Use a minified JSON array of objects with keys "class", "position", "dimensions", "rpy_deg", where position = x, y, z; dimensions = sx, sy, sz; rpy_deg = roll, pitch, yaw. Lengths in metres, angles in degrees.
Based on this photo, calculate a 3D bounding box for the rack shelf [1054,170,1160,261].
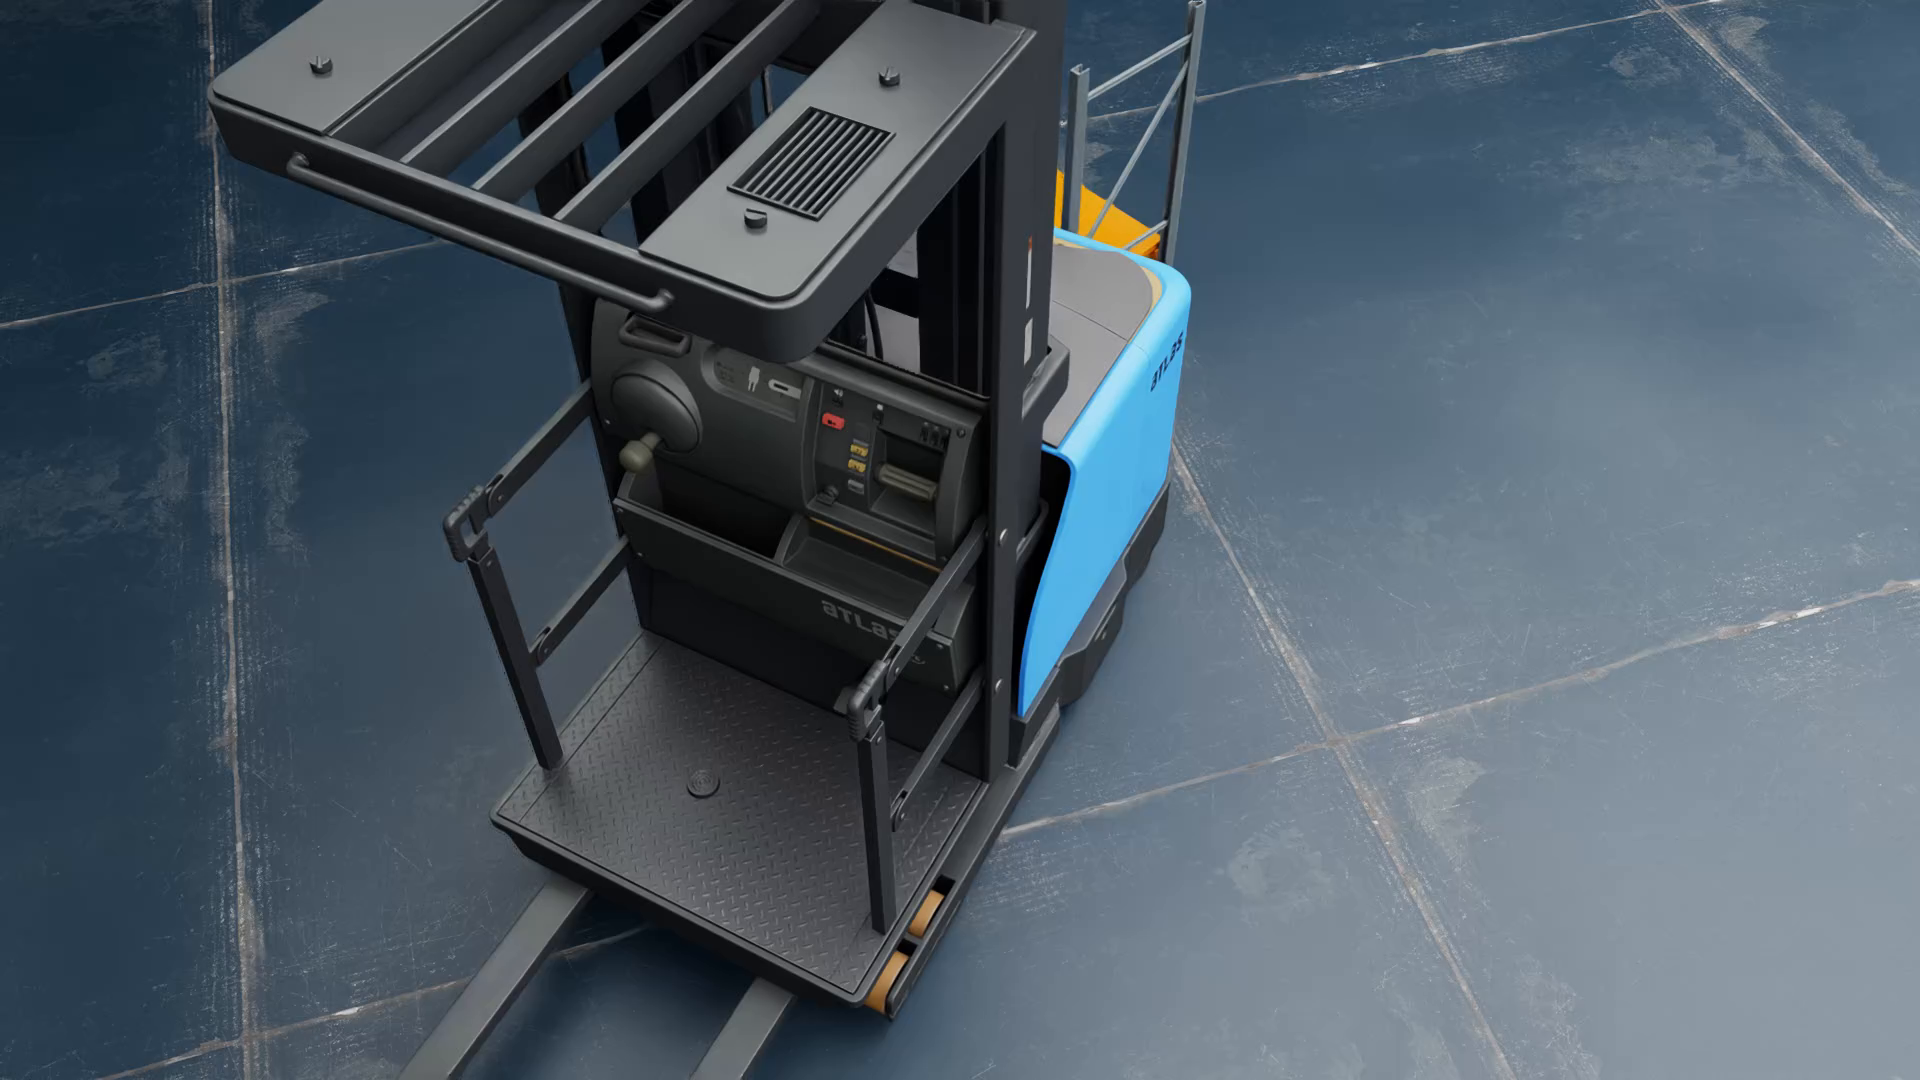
[{"class":"rack shelf","position":[0.130,-1.027,5.370],"dimensions":[0.538,0.185,1.000],"rpy_deg":[-36,58,-26]}]

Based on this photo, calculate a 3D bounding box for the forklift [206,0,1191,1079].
[{"class":"forklift","position":[-0.496,-0.146,3.456],"dimensions":[1.130,2.935,3.031],"rpy_deg":[22,53,17]}]

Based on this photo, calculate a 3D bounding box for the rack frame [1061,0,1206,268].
[{"class":"rack frame","position":[0.478,-0.859,4.993],"dimensions":[0.500,1.500,0.032],"rpy_deg":[-36,58,-26]}]

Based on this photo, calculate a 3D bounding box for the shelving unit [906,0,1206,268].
[{"class":"shelving unit","position":[0.137,-1.137,5.228],"dimensions":[0.587,1.500,1.083],"rpy_deg":[-36,58,-26]}]
